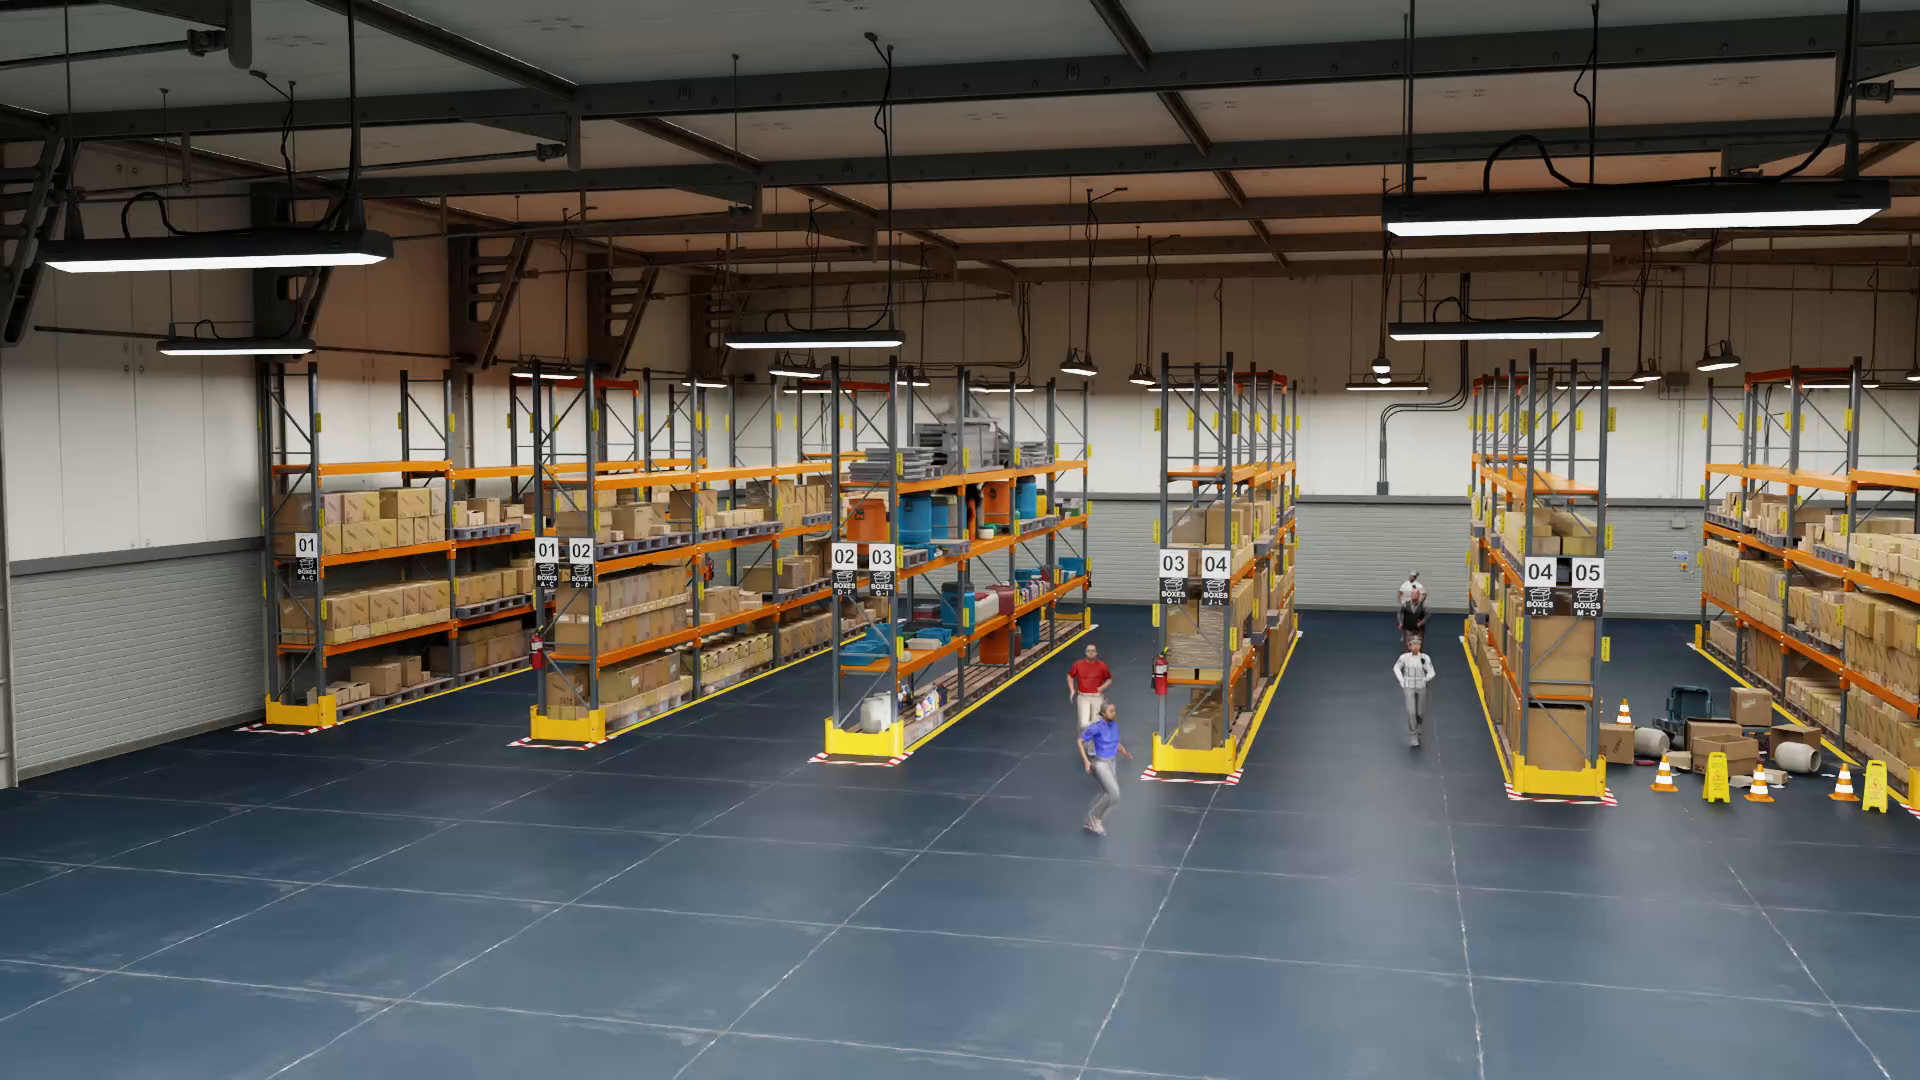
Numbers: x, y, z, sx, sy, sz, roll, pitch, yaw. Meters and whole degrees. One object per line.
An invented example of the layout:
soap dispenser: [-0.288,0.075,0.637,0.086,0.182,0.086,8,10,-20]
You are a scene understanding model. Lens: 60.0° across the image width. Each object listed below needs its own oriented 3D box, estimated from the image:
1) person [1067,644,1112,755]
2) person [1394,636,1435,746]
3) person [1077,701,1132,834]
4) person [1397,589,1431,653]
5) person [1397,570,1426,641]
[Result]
person: [1.952,2.405,24.925,0.664,1.677,0.590,0,4,1]
person: [7.124,2.329,26.084,0.624,1.692,0.738,1,4,11]
person: [1.773,2.761,20.150,0.715,1.613,0.543,3,5,41]
person: [9.072,1.828,33.249,0.656,1.684,0.578,1,4,14]
person: [10.273,1.506,38.014,0.651,1.652,0.528,4,6,45]
